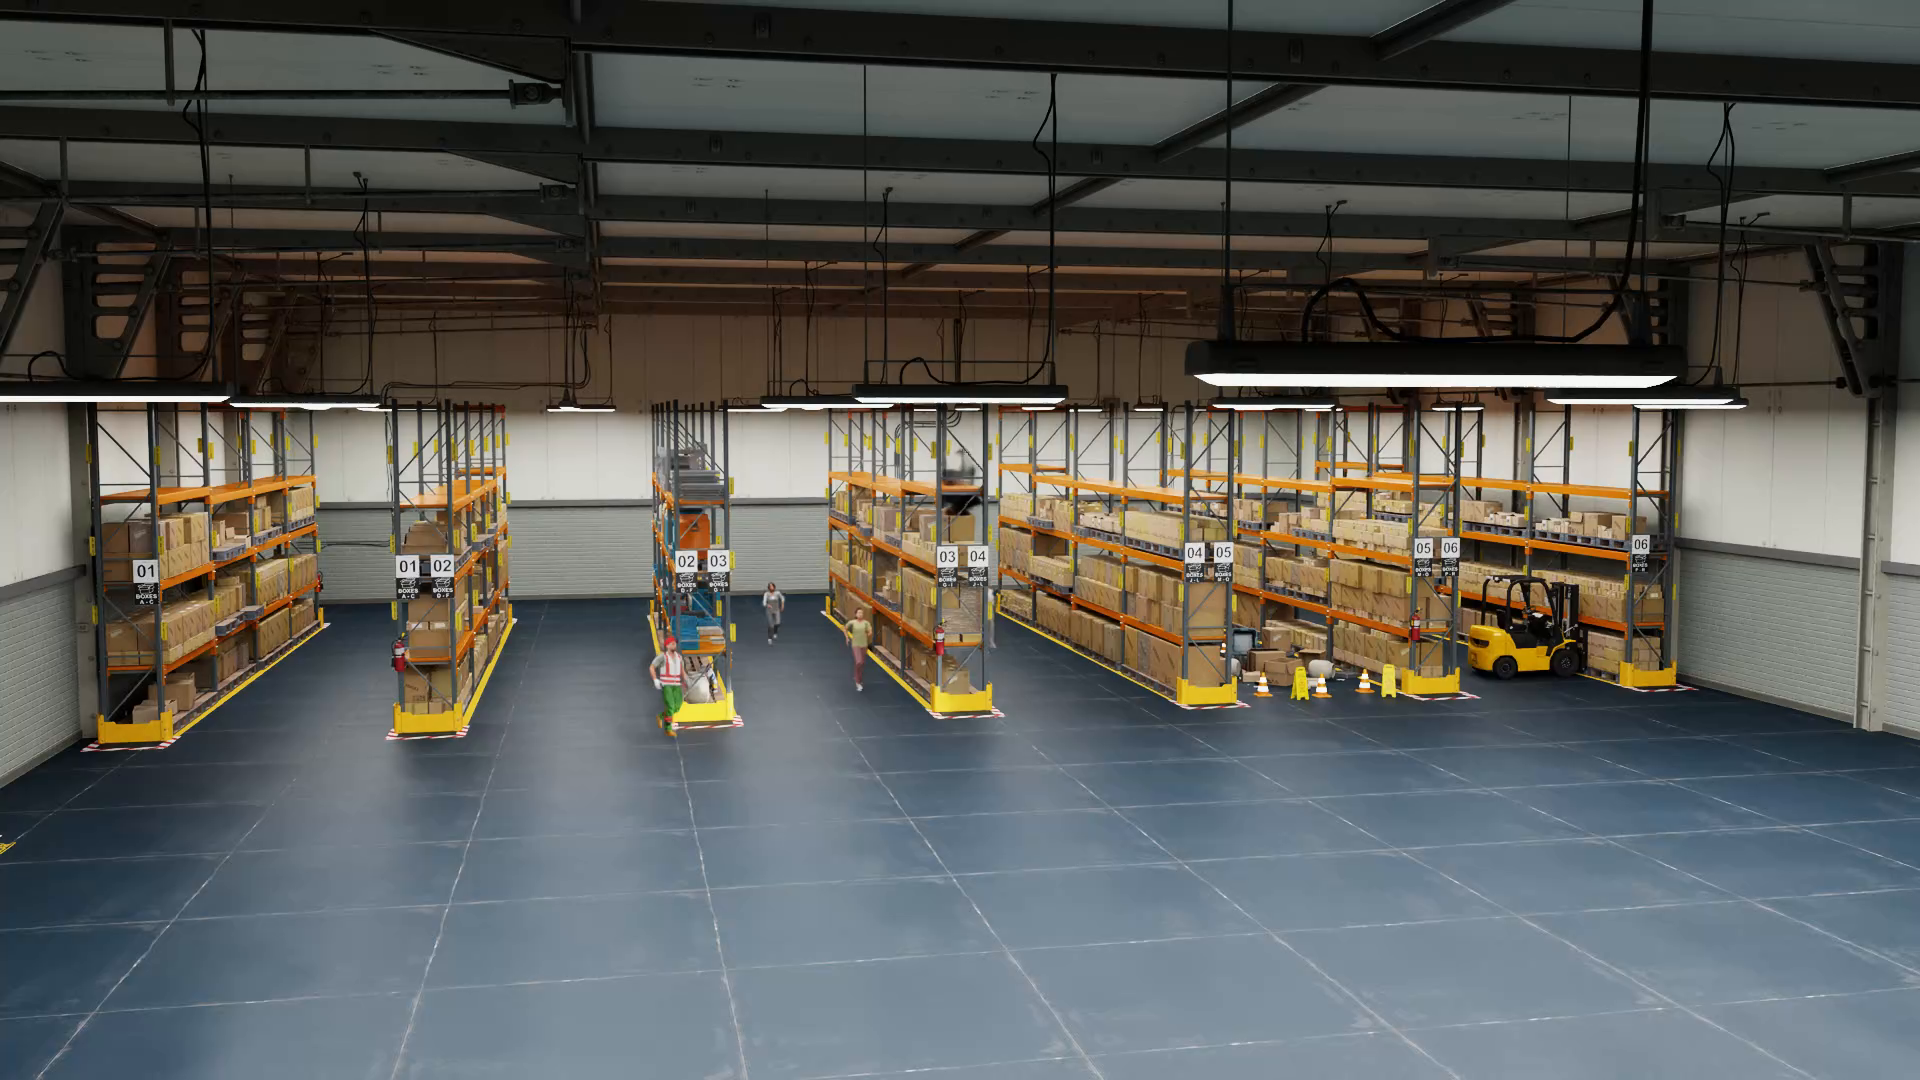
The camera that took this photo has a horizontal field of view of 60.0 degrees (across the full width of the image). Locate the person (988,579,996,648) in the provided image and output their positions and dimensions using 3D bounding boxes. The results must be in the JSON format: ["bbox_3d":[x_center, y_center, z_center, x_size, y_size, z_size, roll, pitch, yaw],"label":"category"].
[{"bbox_3d":[0.670,1.783,40.769,0.620,1.666,0.892,-2,5,-22],"label":"person"}]

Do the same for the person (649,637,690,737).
[{"bbox_3d":[-5.193,2.618,29.820,0.639,1.745,0.718,4,6,44],"label":"person"}]

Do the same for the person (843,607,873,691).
[{"bbox_3d":[-2.112,2.263,34.776,0.549,1.726,0.756,-2,5,-24],"label":"person"}]

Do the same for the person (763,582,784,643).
[{"bbox_3d":[-4.632,1.823,41.355,0.560,1.545,0.745,-1,4,-11],"label":"person"}]
